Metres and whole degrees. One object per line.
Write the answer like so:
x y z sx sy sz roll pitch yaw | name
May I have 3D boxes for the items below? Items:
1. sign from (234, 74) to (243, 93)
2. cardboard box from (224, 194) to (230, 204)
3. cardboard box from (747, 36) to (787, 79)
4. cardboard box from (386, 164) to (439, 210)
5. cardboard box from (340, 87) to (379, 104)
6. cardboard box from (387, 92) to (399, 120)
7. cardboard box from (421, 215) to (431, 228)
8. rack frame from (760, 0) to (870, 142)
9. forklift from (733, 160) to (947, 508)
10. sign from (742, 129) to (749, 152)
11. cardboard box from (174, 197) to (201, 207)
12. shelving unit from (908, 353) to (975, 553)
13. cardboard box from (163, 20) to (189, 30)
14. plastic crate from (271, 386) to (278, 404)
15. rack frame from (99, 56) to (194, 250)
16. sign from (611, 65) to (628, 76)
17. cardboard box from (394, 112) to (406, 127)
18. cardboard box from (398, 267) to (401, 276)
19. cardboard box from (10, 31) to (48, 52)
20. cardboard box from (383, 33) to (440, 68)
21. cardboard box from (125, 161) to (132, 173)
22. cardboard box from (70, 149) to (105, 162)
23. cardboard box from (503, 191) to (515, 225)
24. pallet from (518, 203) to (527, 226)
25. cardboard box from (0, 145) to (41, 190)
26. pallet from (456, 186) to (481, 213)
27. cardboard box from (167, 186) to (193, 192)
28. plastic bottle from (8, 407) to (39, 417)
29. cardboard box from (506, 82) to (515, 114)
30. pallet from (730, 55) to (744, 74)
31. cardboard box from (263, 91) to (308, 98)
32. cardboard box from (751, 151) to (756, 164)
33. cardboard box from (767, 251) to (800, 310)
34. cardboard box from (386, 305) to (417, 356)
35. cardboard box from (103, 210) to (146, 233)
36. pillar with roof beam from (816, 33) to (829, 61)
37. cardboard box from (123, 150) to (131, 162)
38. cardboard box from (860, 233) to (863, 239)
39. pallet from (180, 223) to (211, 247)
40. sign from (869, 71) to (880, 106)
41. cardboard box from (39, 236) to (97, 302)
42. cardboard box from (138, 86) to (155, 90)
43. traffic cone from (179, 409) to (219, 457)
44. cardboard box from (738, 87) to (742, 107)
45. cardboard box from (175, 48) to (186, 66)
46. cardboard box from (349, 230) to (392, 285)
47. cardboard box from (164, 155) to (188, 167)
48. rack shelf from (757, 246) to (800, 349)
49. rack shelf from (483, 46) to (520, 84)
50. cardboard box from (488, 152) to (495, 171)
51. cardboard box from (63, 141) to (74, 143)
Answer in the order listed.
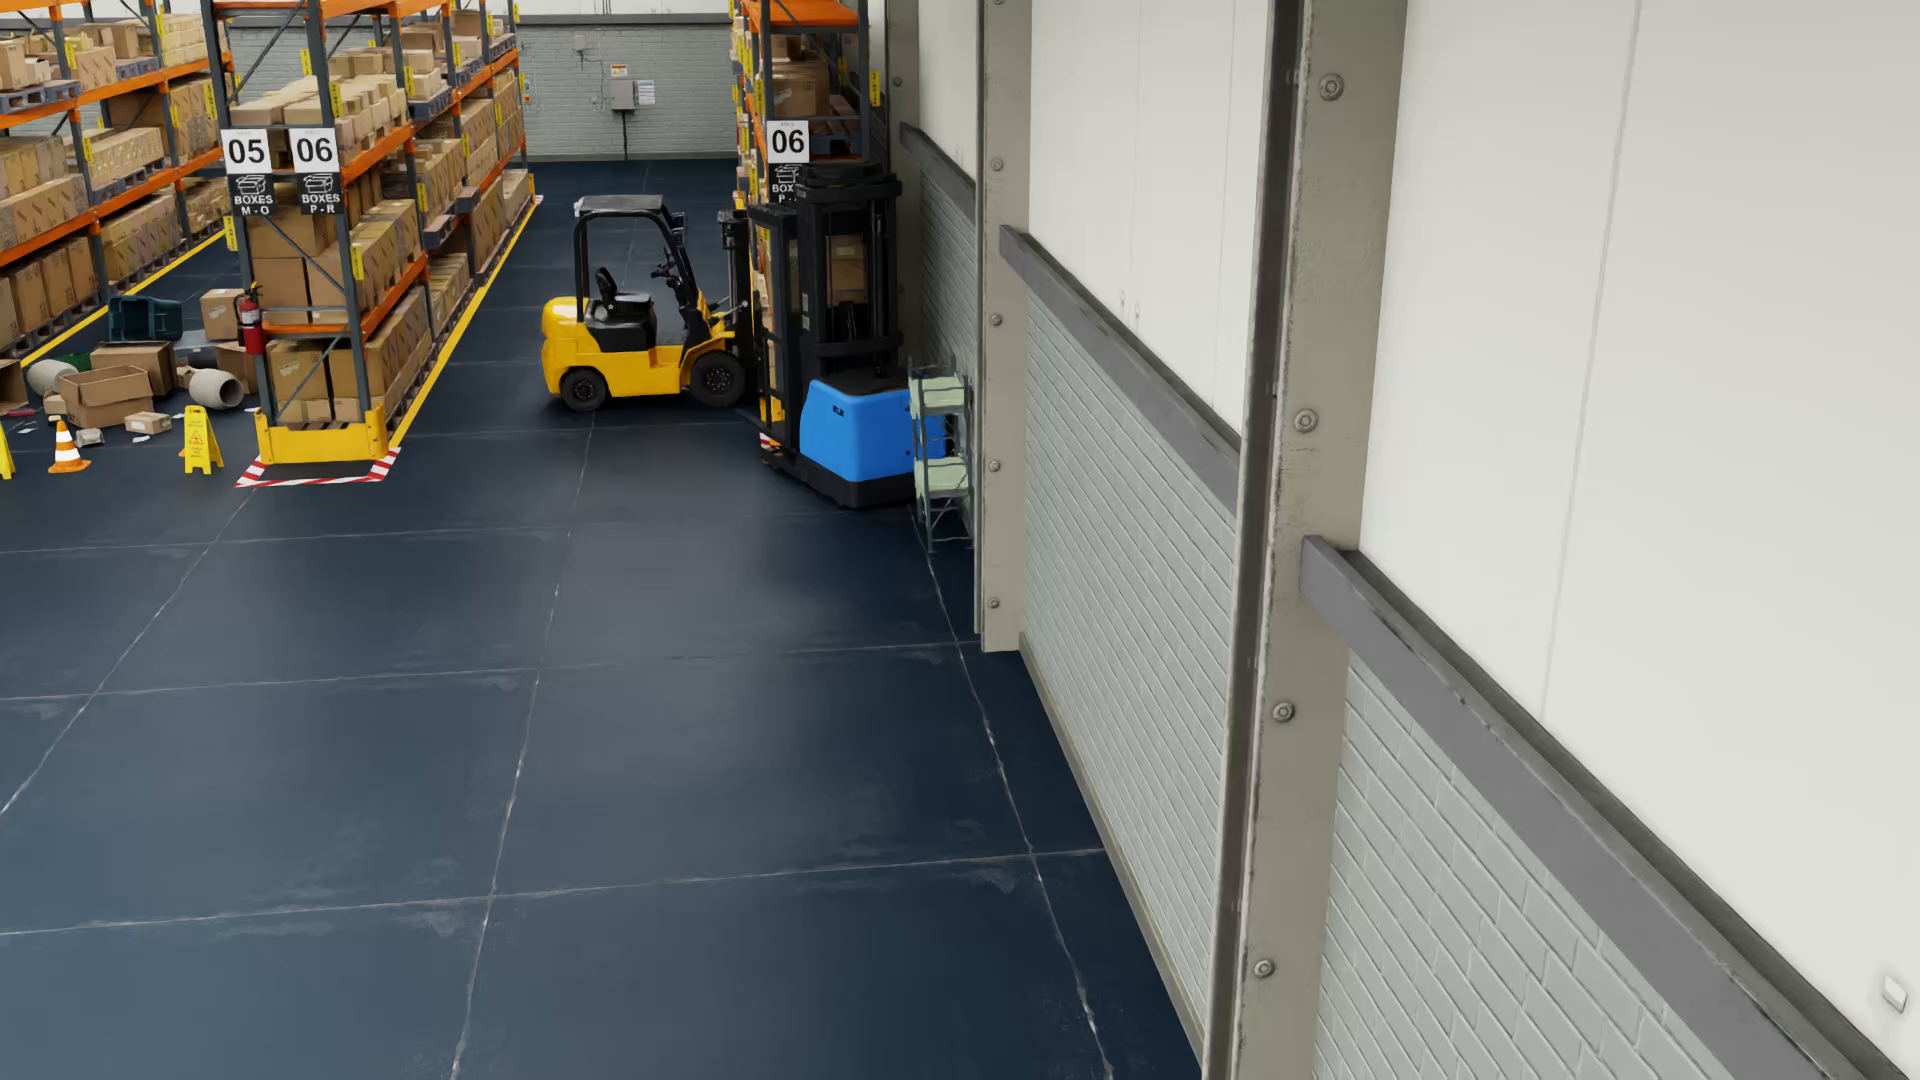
-12.919 -8.172 29.775 0.100 0.325 0.005 -3 21 -8 | sign
-12.949 -5.934 28.940 0.380 0.149 0.250 -3 21 -7 | cardboard box
-2.513 -6.307 21.715 0.500 0.500 0.500 -2 21 -6 | cardboard box
-6.714 -4.323 20.409 0.500 0.500 0.500 -3 21 -8 | cardboard box
-6.278 -4.620 17.306 0.380 0.149 0.250 -3 21 -7 | cardboard box
-6.454 -4.750 18.223 0.500 0.250 0.500 -3 21 -9 | cardboard box
-6.625 -3.876 20.140 0.380 0.149 0.250 -3 21 -7 | cardboard box
-1.370 -5.267 15.531 1.000 3.000 0.127 -3 21 -8 | rack frame
-1.293 -2.129 15.802 1.130 2.935 3.031 -12 24 -29 | forklift
-3.059 -5.701 23.726 0.100 0.325 0.005 -3 21 -8 | sign
-12.866 -5.617 27.667 0.380 0.149 0.250 -3 21 -9 | cardboard box
-0.153 -0.739 13.984 0.431 1.500 0.755 -6 21 -6 | shelving unit
-12.839 -8.401 27.140 0.380 0.149 0.250 -2 21 -5 | cardboard box
-7.443 -1.637 18.560 0.402 0.080 0.583 -11 23 -26 | plastic crate
-12.895 -6.075 26.269 1.000 3.000 0.127 -3 21 -8 | rack frame
-7.408 -10.207 36.151 0.339 0.242 0.001 -3 21 -8 | sign
-6.510 -4.783 18.882 0.380 0.149 0.250 -3 21 -7 | cardboard box
-6.353 -2.935 18.219 0.380 0.149 0.250 -3 21 -9 | cardboard box
-12.722 -6.805 22.698 0.396 0.266 0.258 -3 21 -8 | cardboard box
-7.638 -6.748 23.036 0.797 0.503 0.637 -4 21 -11 | cardboard box
-12.412 -5.483 24.443 0.380 0.149 0.250 -4 21 -10 | cardboard box
-12.265 -5.396 23.358 0.380 0.149 0.250 -3 21 -8 | cardboard box
-7.995 -5.579 28.002 0.875 0.438 0.875 -3 21 -9 | cardboard box
-8.222 -5.744 29.368 1.003 0.211 1.213 -3 21 -8 | pallet
-12.113 -4.697 21.007 0.700 0.500 0.500 -3 21 -9 | cardboard box
-7.226 -4.644 22.710 1.213 0.211 1.003 -3 21 -8 | pallet
-13.515 -6.040 28.799 0.380 0.149 0.250 -2 21 -6 | cardboard box
-10.074 -1.377 17.890 0.283 0.061 0.133 -11 23 -26 | plastic bottle
-8.110 -7.754 29.192 0.500 0.500 0.500 -3 21 -8 | cardboard box
-2.923 -7.340 25.638 1.213 0.211 1.003 -3 21 -8 | pallet
-6.876 -4.497 16.977 0.380 0.149 0.250 -2 21 -6 | cardboard box
-2.729 -5.360 23.283 0.380 0.149 0.250 -2 21 -7 | cardboard box
-1.701 -2.661 16.984 0.500 0.500 0.500 -3 21 -9 | cardboard box
-6.357 -2.306 18.435 0.500 0.500 0.500 -2 21 -5 | cardboard box
-12.310 -4.666 24.396 0.500 0.250 0.500 -3 21 -7 | cardboard box
-6.568 -9.491 26.841 9.100 9.000 0.400 -3 21 -8 | pillar with roof beam
-12.419 -5.625 24.398 0.380 0.149 0.250 -2 21 -6 | cardboard box
-1.183 -3.169 16.993 0.380 0.149 0.250 -2 21 -6 | cardboard box
-13.026 -5.000 27.374 1.003 0.211 1.213 -3 21 -8 | pallet
-0.820 -4.334 15.958 0.100 0.325 0.005 -3 21 -8 | sign
-12.319 -3.618 22.304 1.050 0.750 0.750 -3 21 -8 | cardboard box
-13.310 -7.057 26.902 0.500 0.500 0.500 -4 21 -9 | cardboard box
-7.620 -1.100 16.575 0.336 0.463 0.334 -3 21 -8 | traffic cone
-3.661 -7.727 29.408 0.500 0.500 0.500 -2 21 -6 | cardboard box
-12.782 -7.757 26.698 0.500 0.250 0.500 -3 21 -9 | cardboard box
-6.227 -2.925 17.266 0.500 0.500 0.500 -3 21 -9 | cardboard box
-12.612 -6.072 26.620 0.380 0.149 0.250 -2 21 -6 | cardboard box
-1.658 -2.812 18.560 1.077 0.370 4.000 -3 21 -8 | rack shelf
-8.299 -8.120 28.486 1.077 0.370 4.000 -3 21 -8 | rack shelf
-7.625 -5.970 26.203 0.500 0.250 0.500 -3 21 -9 | cardboard box
-13.063 -5.732 24.260 0.380 0.149 0.250 -2 21 -6 | cardboard box
